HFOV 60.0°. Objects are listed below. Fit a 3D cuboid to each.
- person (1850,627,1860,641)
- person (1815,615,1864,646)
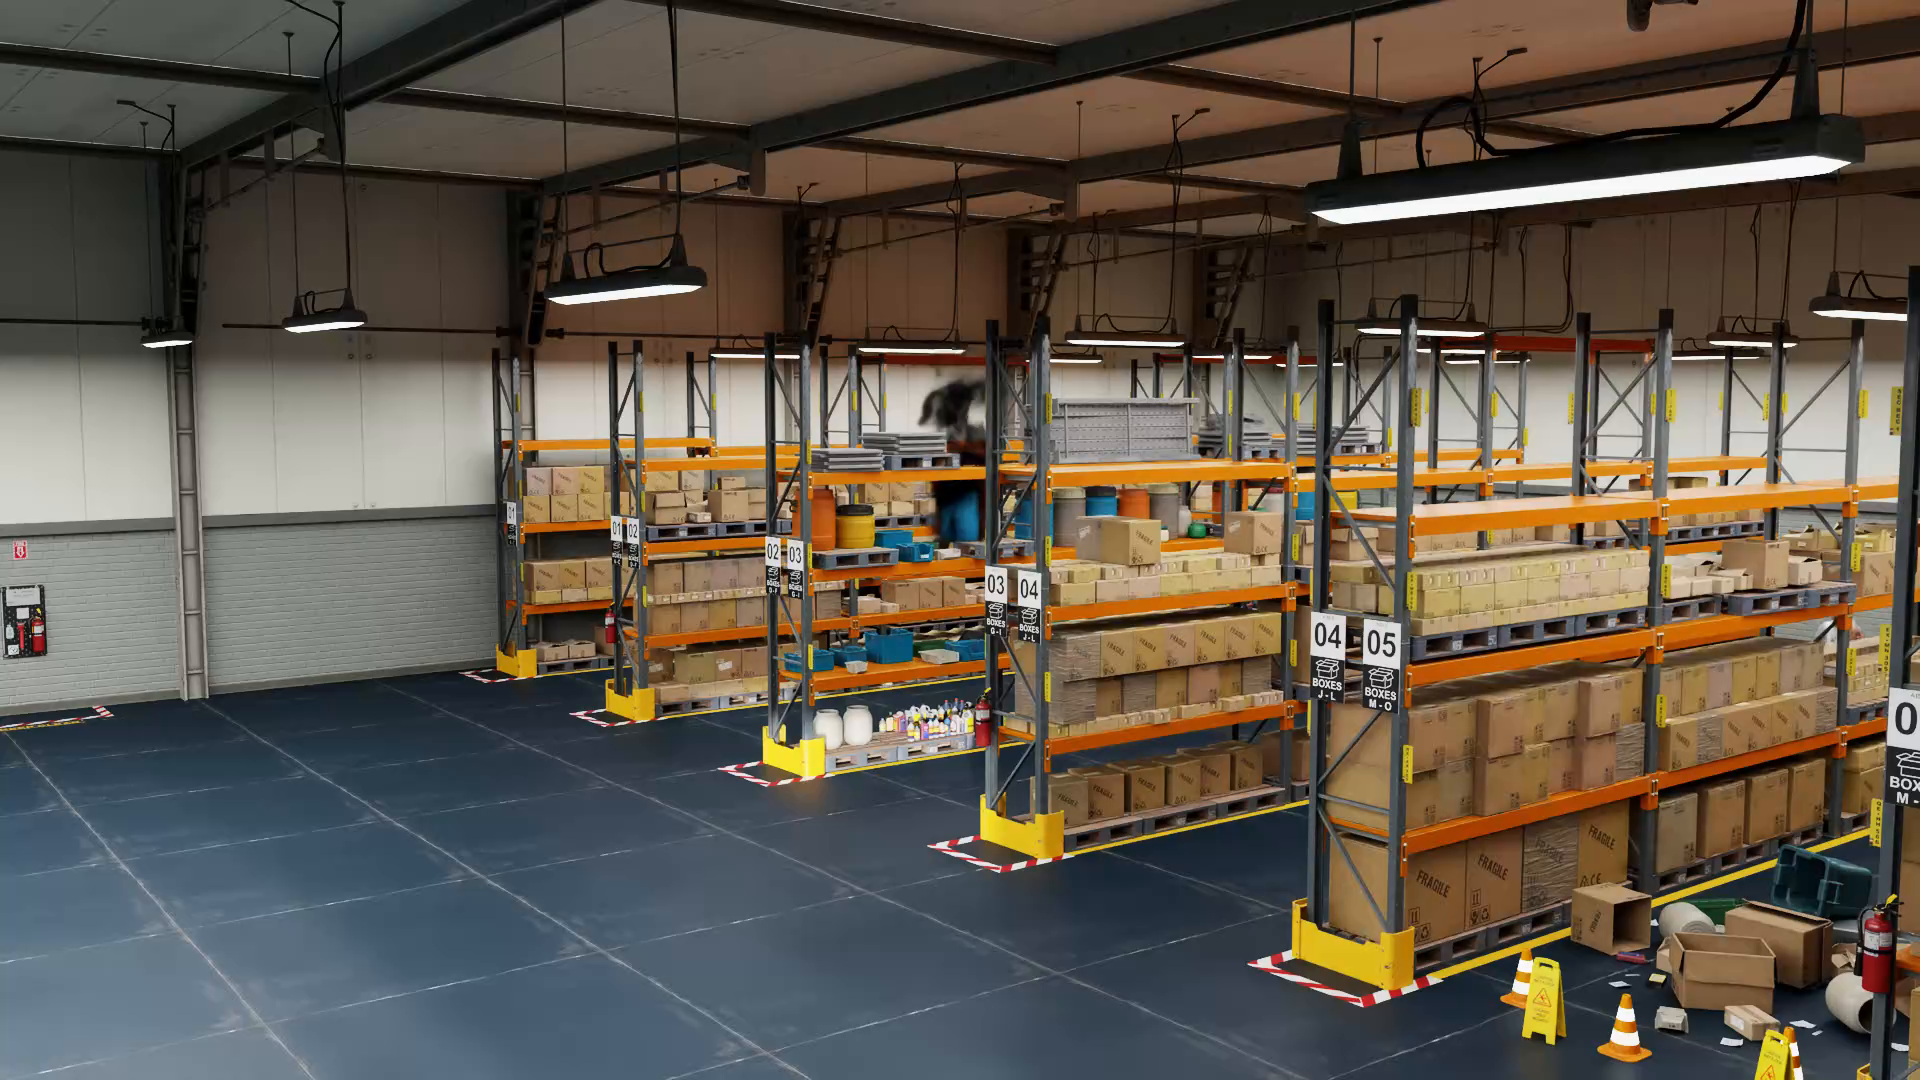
[{"bbox_3d":[13.131,2.150,24.369,0.831,1.780,0.726,-3,6,-27],"label":"person"},{"bbox_3d":[14.248,1.930,26.989,0.707,1.785,0.922,3,6,32],"label":"person"}]
